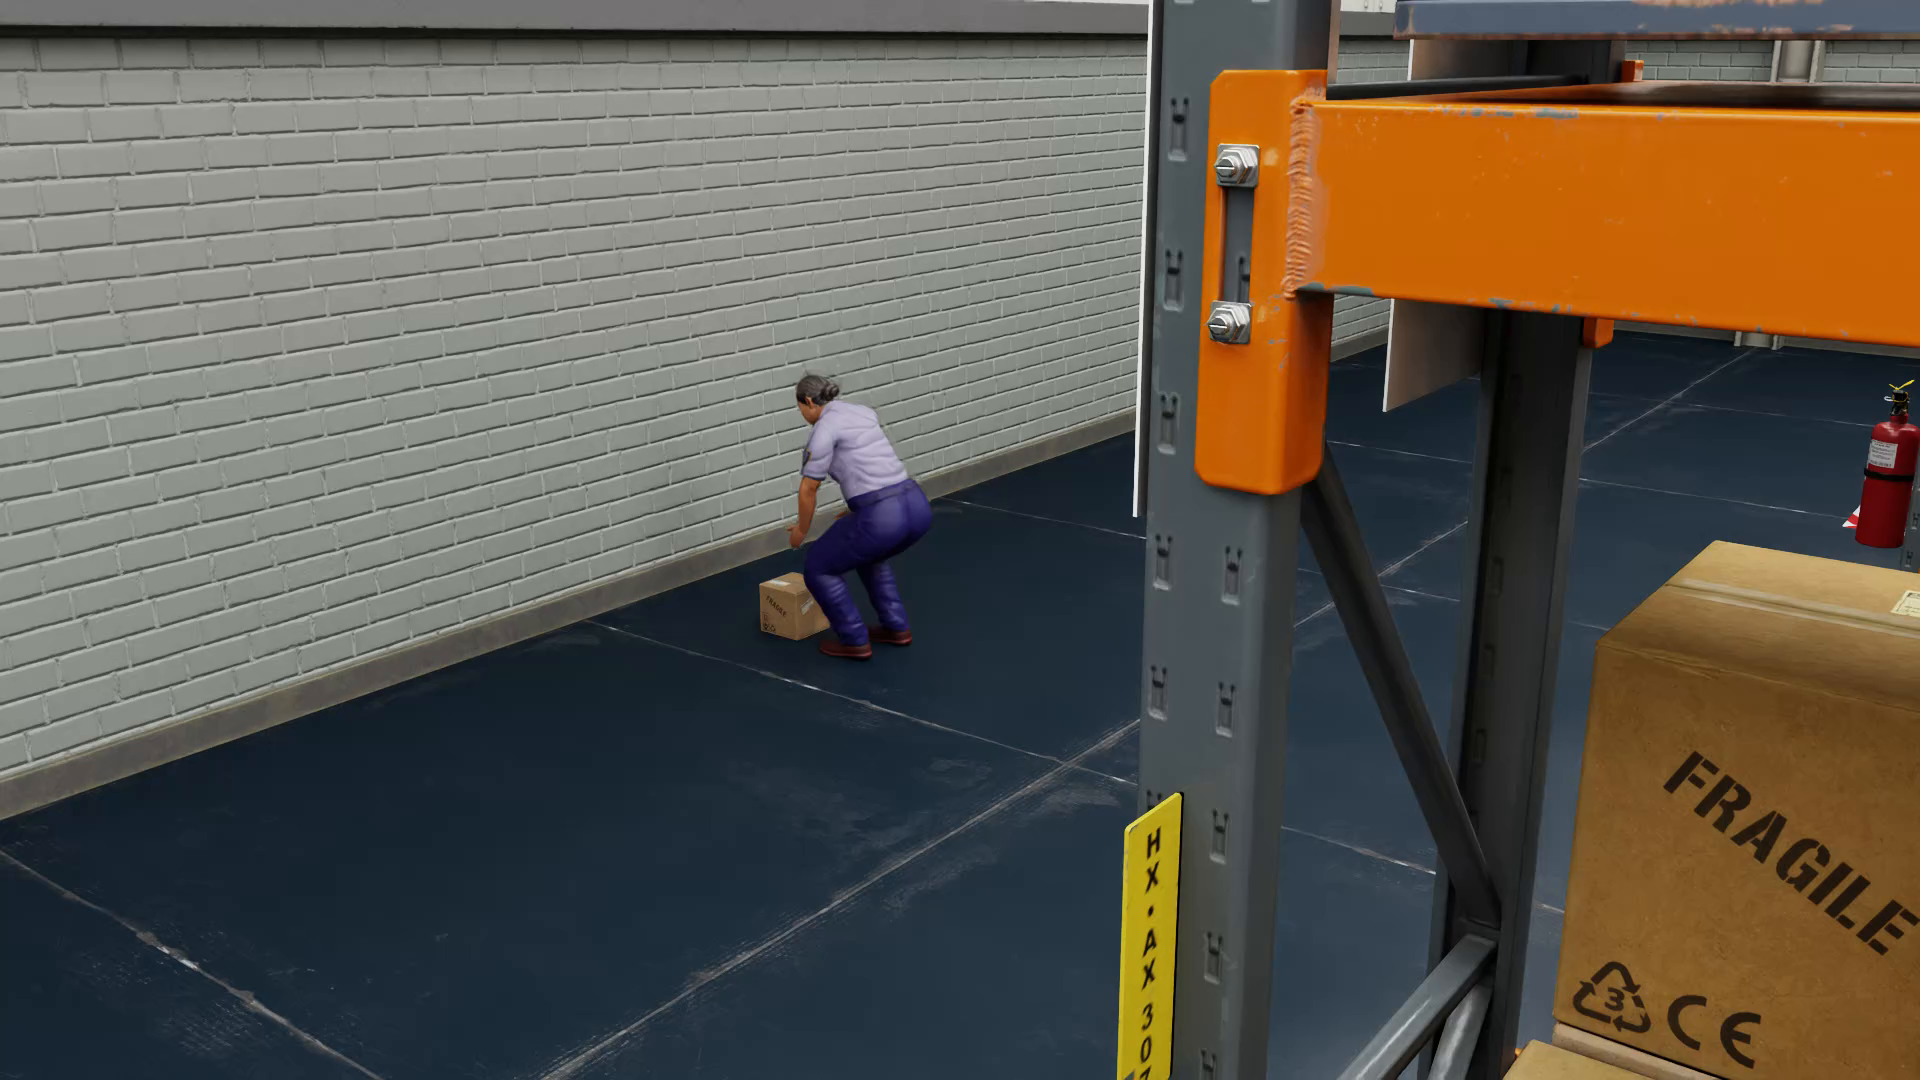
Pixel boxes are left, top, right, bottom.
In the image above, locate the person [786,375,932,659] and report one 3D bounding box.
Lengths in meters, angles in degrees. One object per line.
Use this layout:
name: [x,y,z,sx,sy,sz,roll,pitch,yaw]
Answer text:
person: [-0.496,-0.104,7.967,0.673,1.340,0.529,12,21,35]
